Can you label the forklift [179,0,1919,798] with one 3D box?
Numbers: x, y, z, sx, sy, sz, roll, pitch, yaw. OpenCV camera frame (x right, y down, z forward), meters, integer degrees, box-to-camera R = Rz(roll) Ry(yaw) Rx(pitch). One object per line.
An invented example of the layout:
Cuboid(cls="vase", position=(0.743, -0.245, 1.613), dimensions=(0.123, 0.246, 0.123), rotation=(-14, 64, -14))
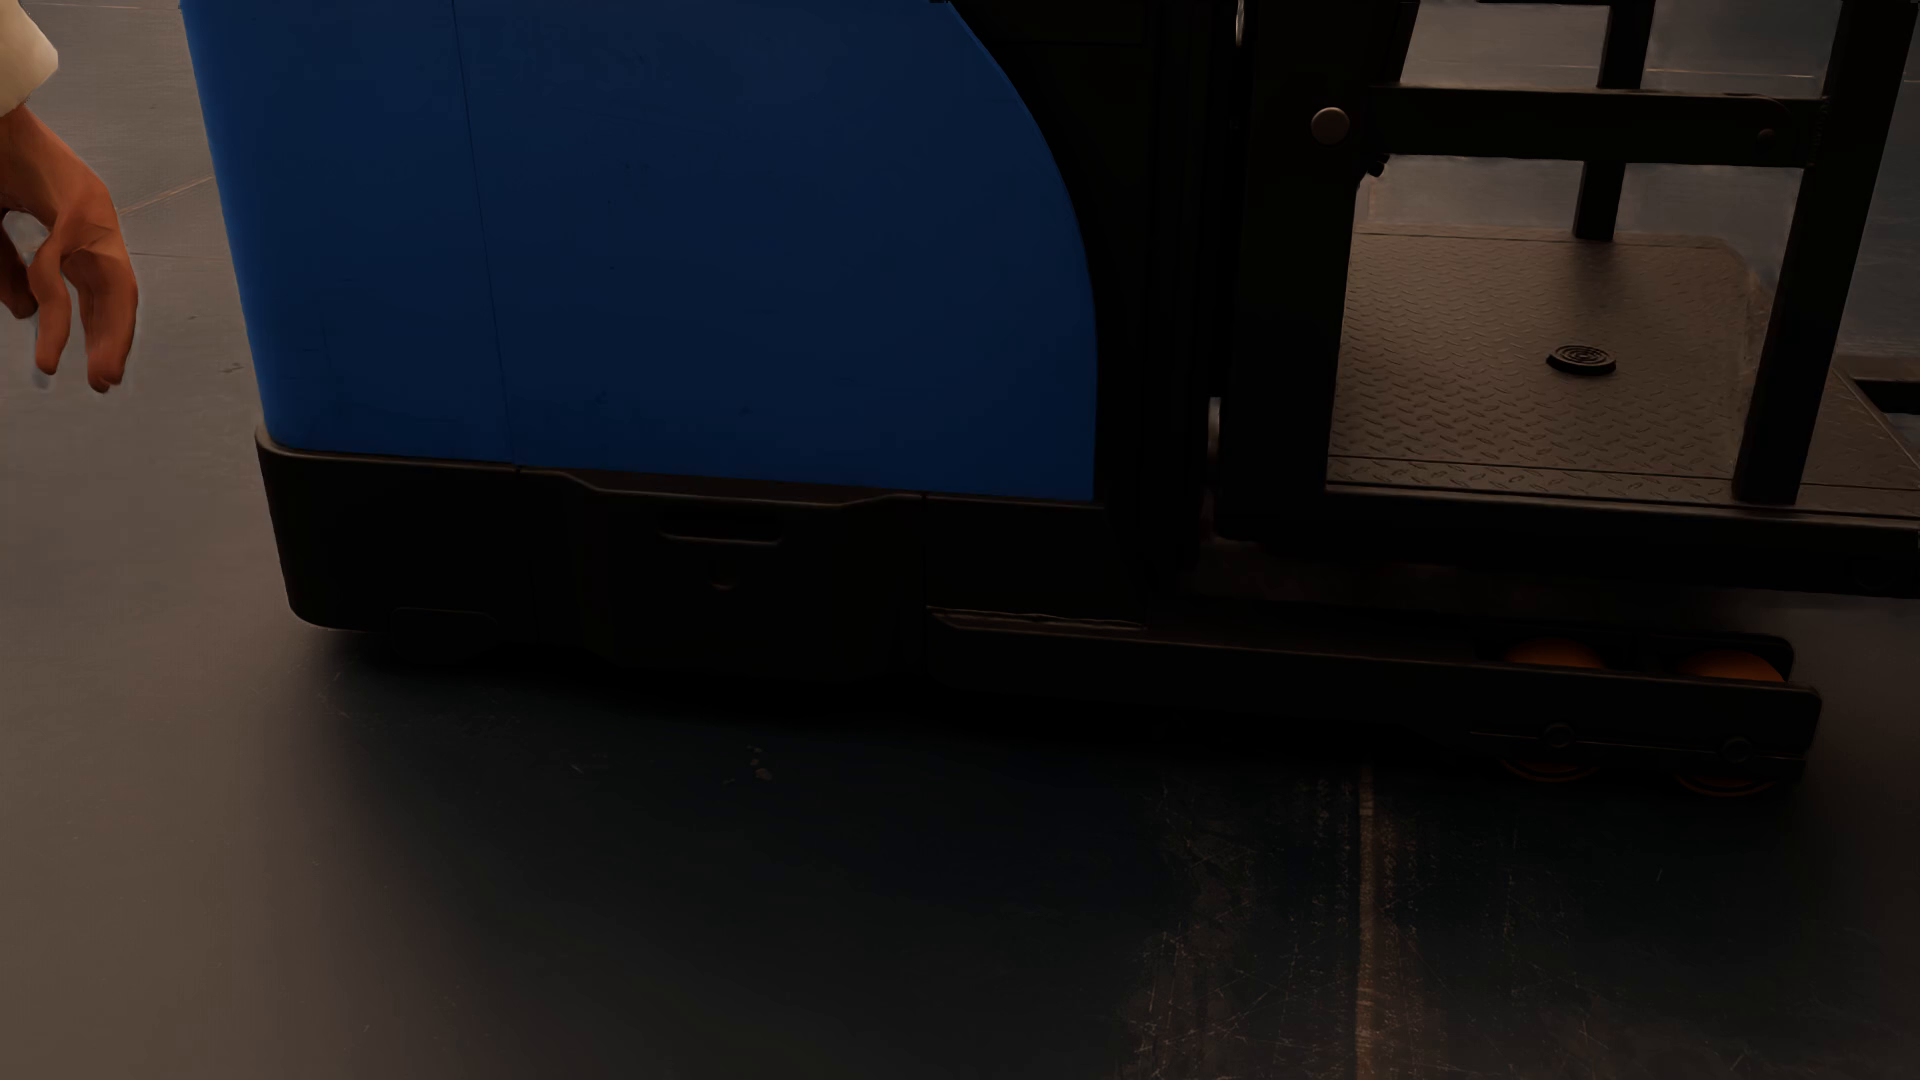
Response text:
Cuboid(cls="forklift", position=(0.676, -1.270, 1.763), dimensions=(3.031, 2.935, 1.130), rotation=(4, 27, 8))
